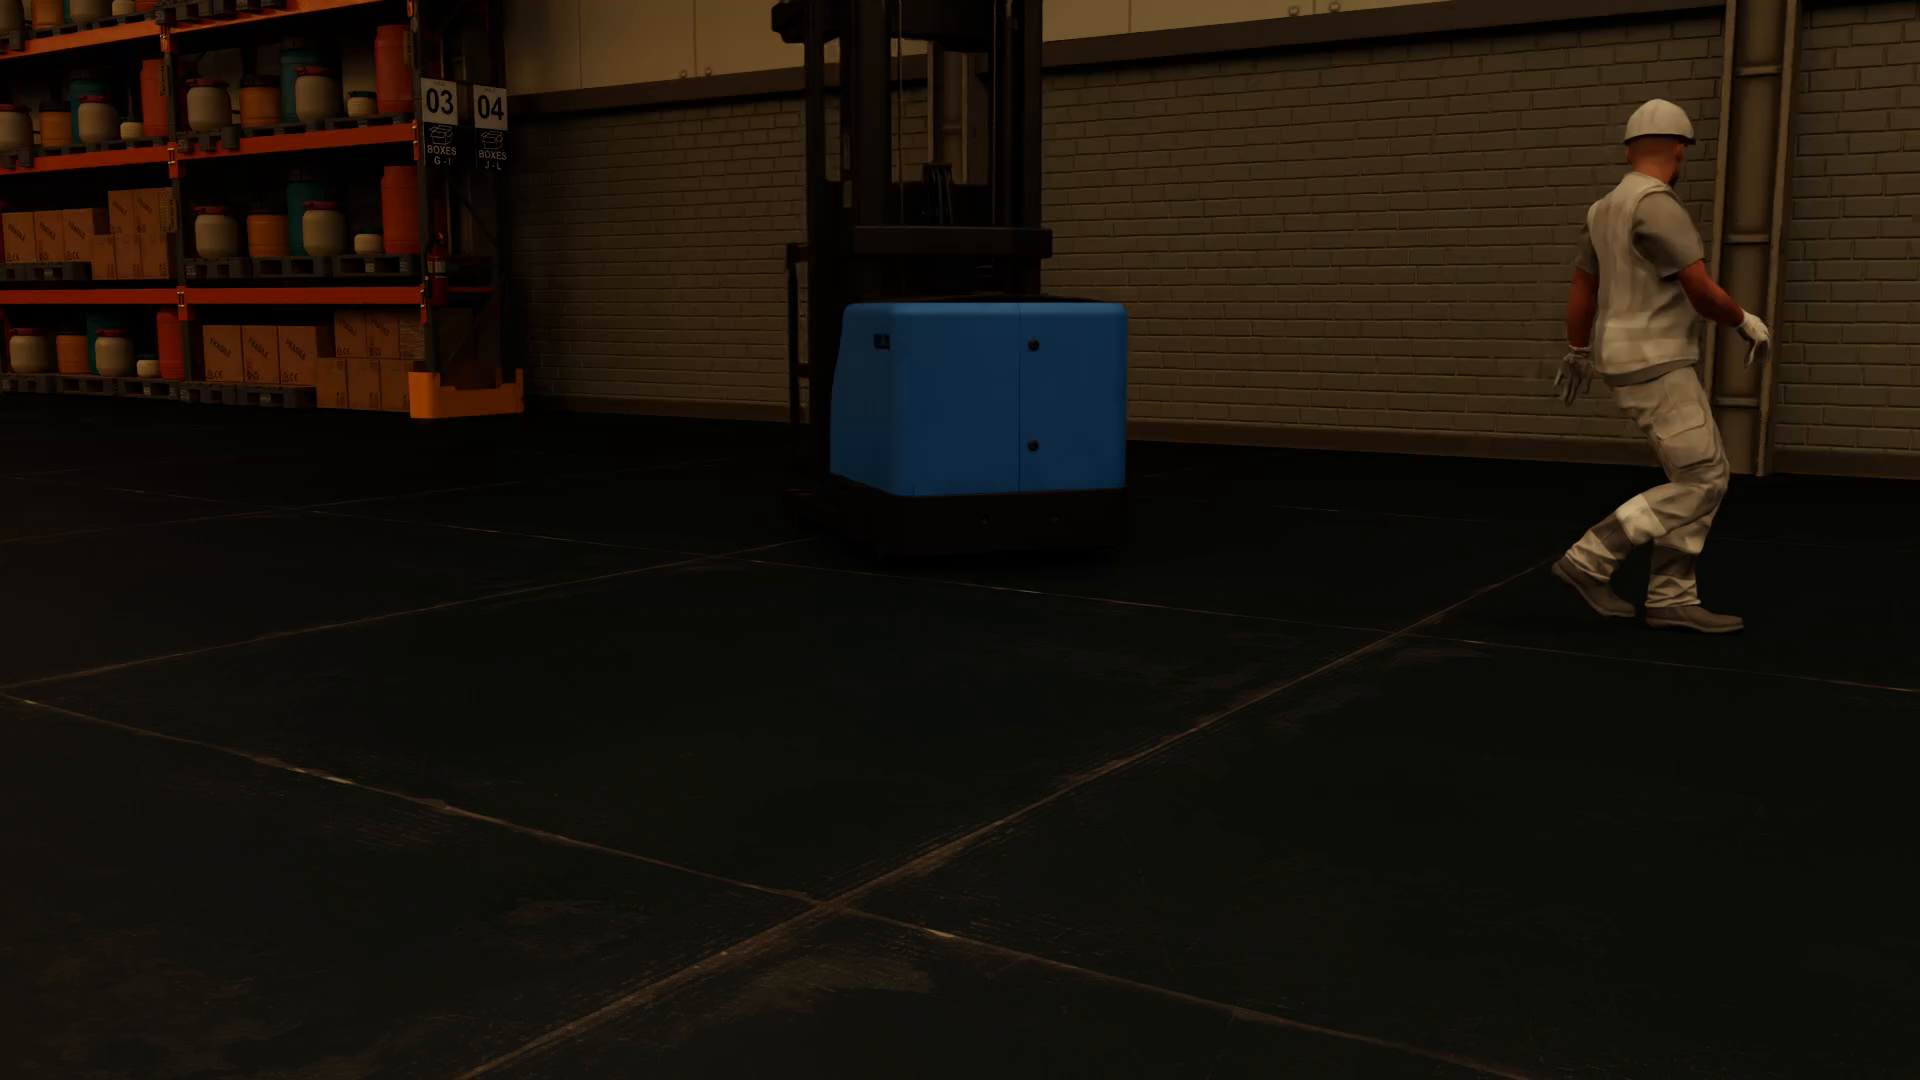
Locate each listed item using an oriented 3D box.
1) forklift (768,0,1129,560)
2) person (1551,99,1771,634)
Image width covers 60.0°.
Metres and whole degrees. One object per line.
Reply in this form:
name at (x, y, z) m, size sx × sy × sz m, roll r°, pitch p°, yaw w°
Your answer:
forklift at (-0.263, -1.536, 7.996) m, size 1.130 × 2.935 × 3.031 m, roll -3°, pitch 9°, yaw -19°
person at (2.299, -0.564, 5.469) m, size 0.633 × 1.724 × 0.697 m, roll 2°, pitch 8°, yaw 16°
